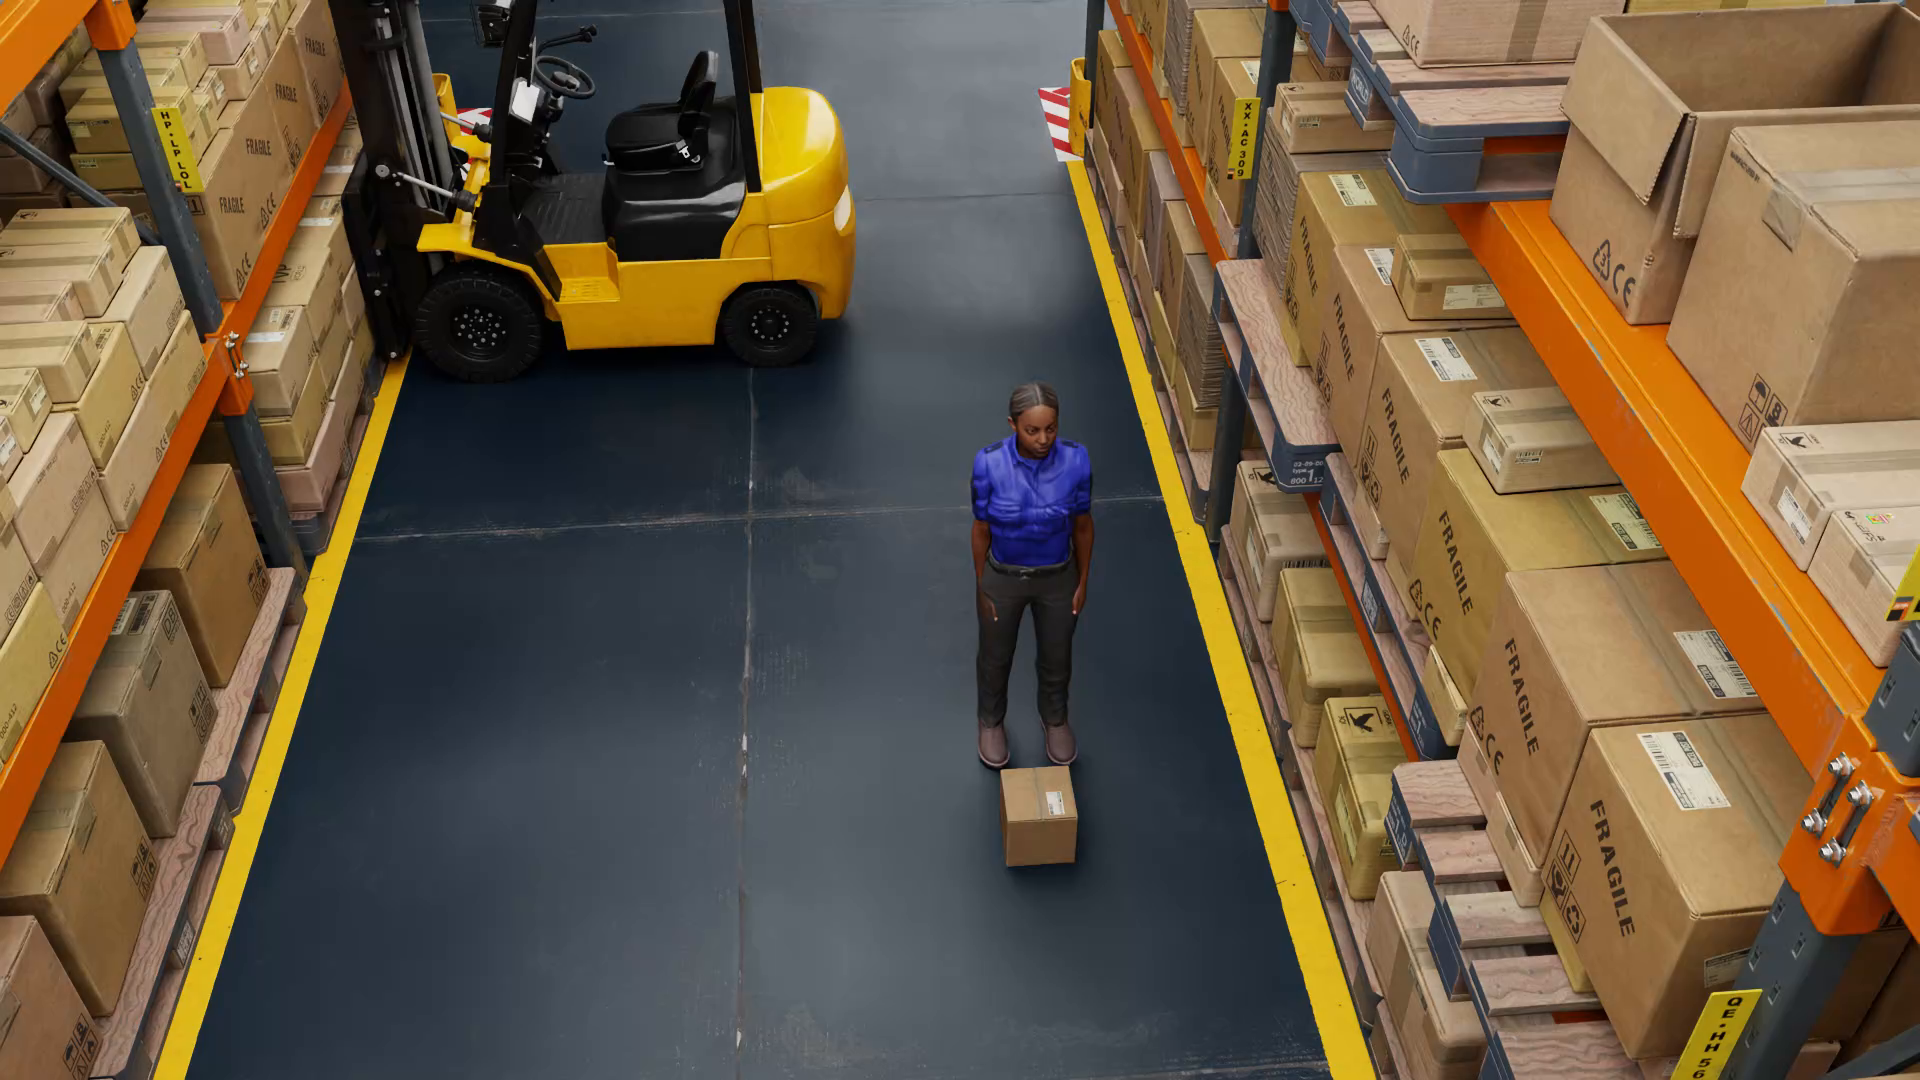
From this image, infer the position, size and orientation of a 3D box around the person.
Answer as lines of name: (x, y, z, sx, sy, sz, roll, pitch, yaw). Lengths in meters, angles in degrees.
person: (0.256, 0.145, 5.980, 0.438, 1.660, 0.307, -2, 39, -3)
